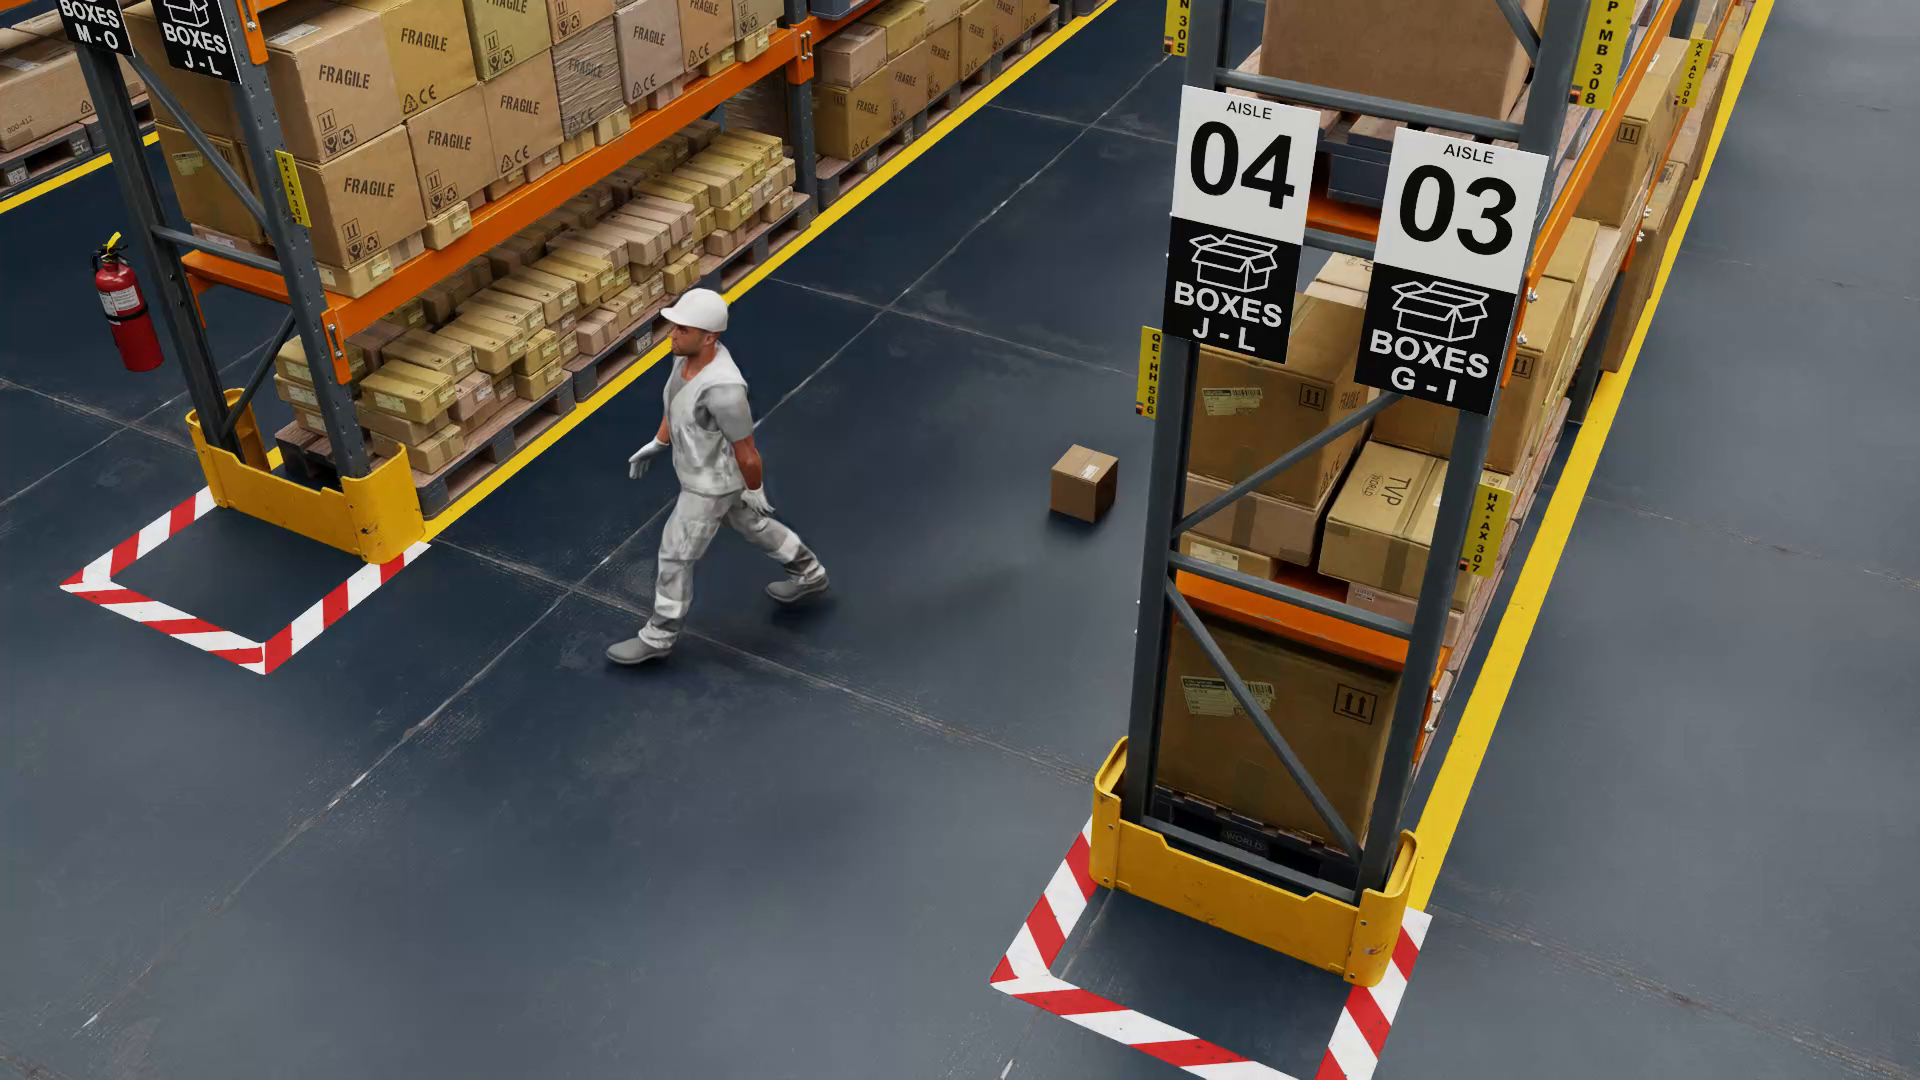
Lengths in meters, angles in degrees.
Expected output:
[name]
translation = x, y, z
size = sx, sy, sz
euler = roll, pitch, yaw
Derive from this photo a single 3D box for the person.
[person]
translation = -1.104, -0.290, 7.117
size = 1.070, 1.740, 0.525
euler = -12, 39, -15
